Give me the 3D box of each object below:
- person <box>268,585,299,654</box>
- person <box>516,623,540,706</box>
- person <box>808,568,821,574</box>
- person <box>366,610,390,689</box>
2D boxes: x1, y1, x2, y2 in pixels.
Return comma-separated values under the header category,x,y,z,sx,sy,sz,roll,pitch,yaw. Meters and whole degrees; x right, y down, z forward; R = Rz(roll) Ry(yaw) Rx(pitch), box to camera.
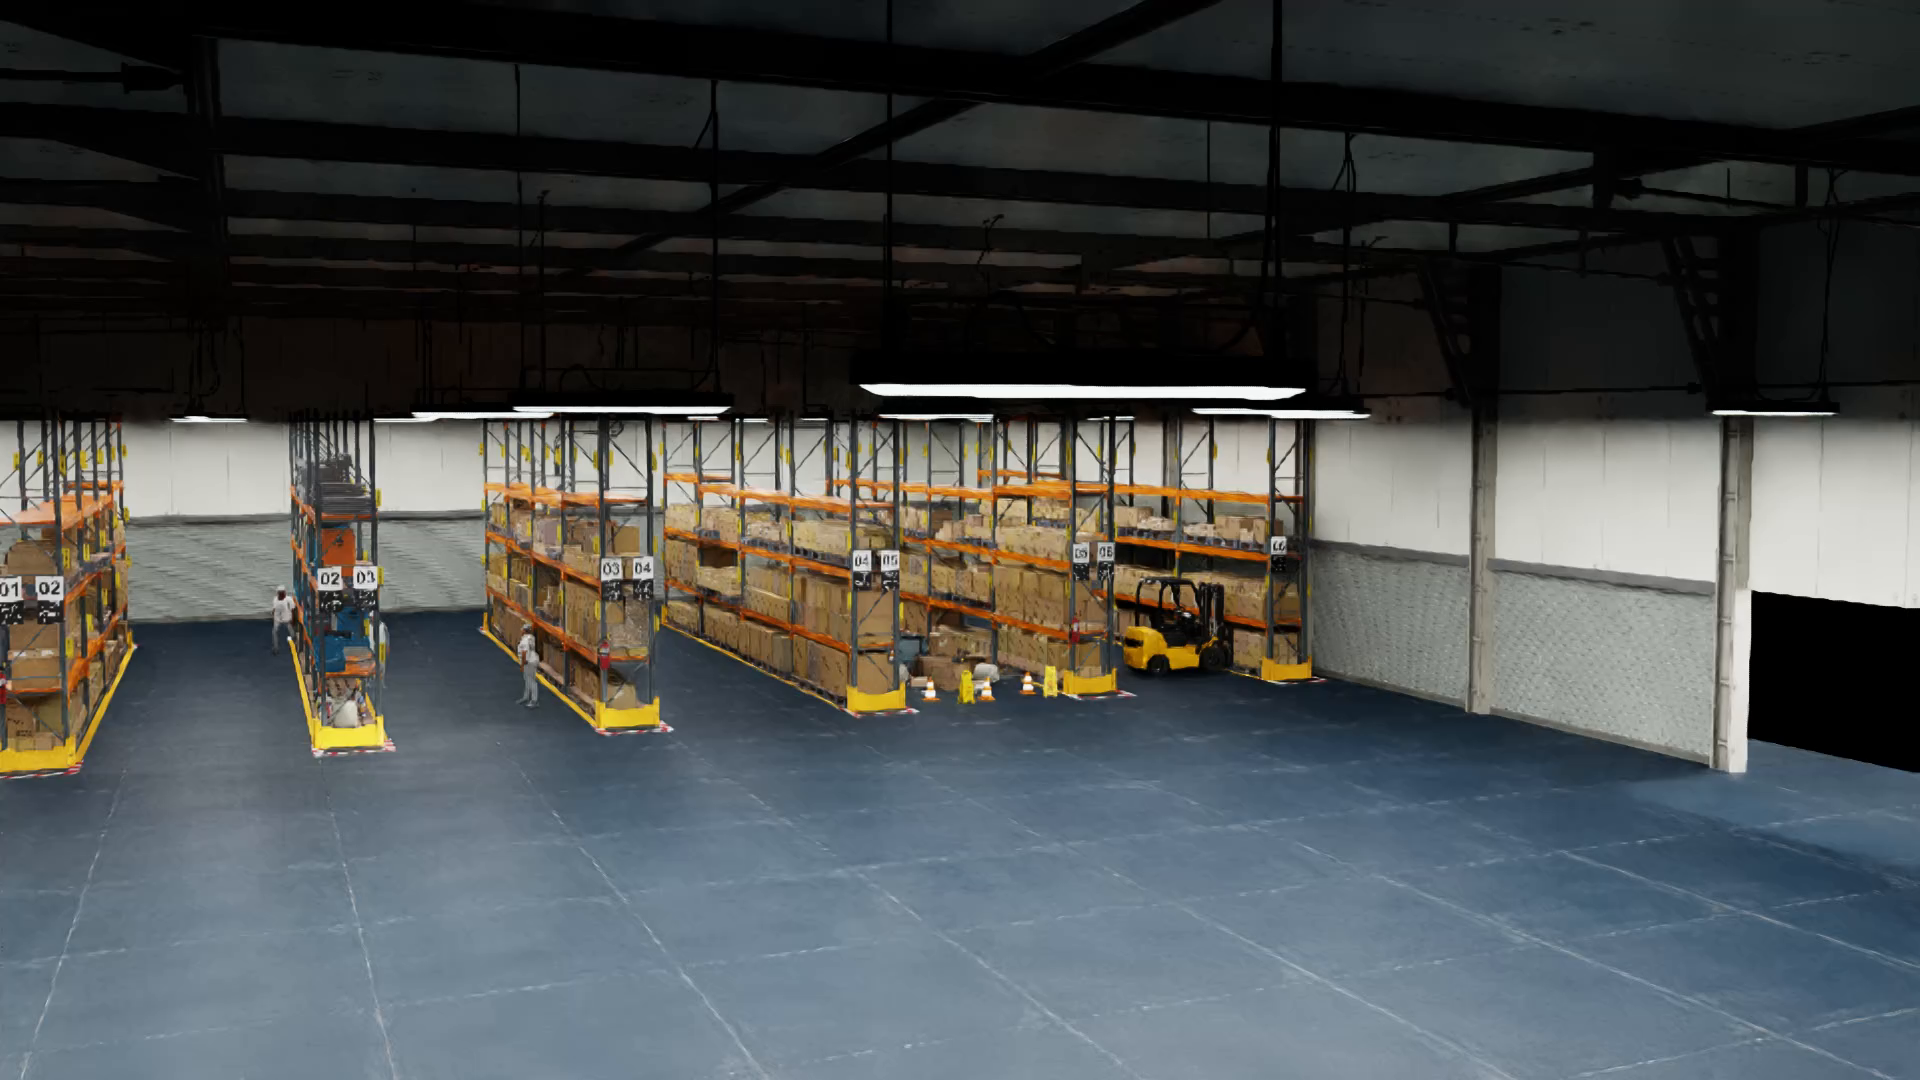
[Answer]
category,x,y,z,sx,sy,sz,roll,pitch,yaw
person,-16.880,1.969,41.491,0.619,1.720,0.982,0,4,-1
person,-8.801,2.516,33.802,0.562,1.655,0.612,0,4,1
person,-4.581,1.117,52.972,0.749,1.770,0.526,3,5,37
person,-12.687,2.335,36.006,0.662,1.740,0.685,-2,5,-32
